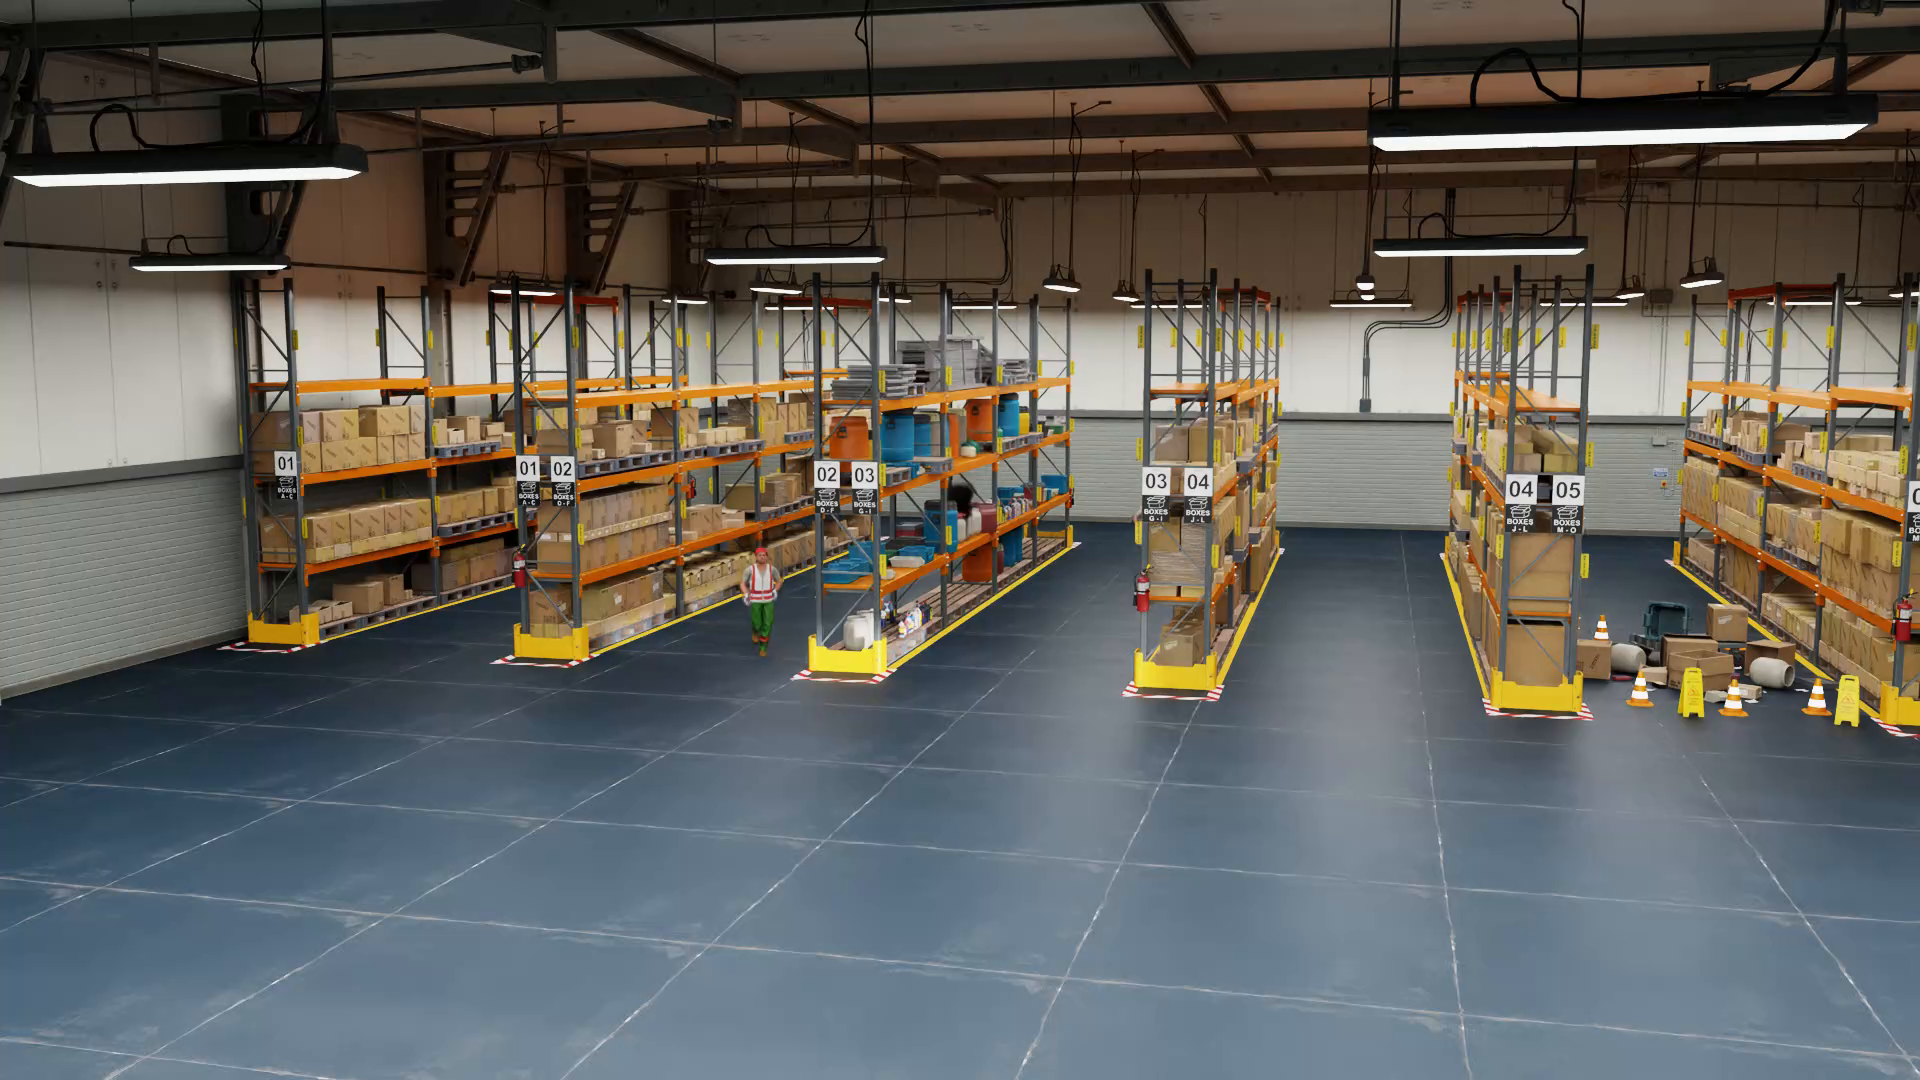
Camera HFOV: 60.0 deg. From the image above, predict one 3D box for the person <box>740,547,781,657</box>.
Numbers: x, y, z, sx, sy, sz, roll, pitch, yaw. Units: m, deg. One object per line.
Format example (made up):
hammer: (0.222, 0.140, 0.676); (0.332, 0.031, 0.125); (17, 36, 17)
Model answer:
person: (-3.157, 0.973, 26.497); (0.654, 1.741, 0.628); (-2, 7, -15)

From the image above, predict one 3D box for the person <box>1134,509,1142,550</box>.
person: (4.029, -0.081, 35.680); (0.570, 1.702, 0.745); (0, 7, 1)

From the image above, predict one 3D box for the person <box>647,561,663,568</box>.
person: (-6.235, 0.118, 34.069); (0.587, 1.613, 0.583); (1, 7, 11)
